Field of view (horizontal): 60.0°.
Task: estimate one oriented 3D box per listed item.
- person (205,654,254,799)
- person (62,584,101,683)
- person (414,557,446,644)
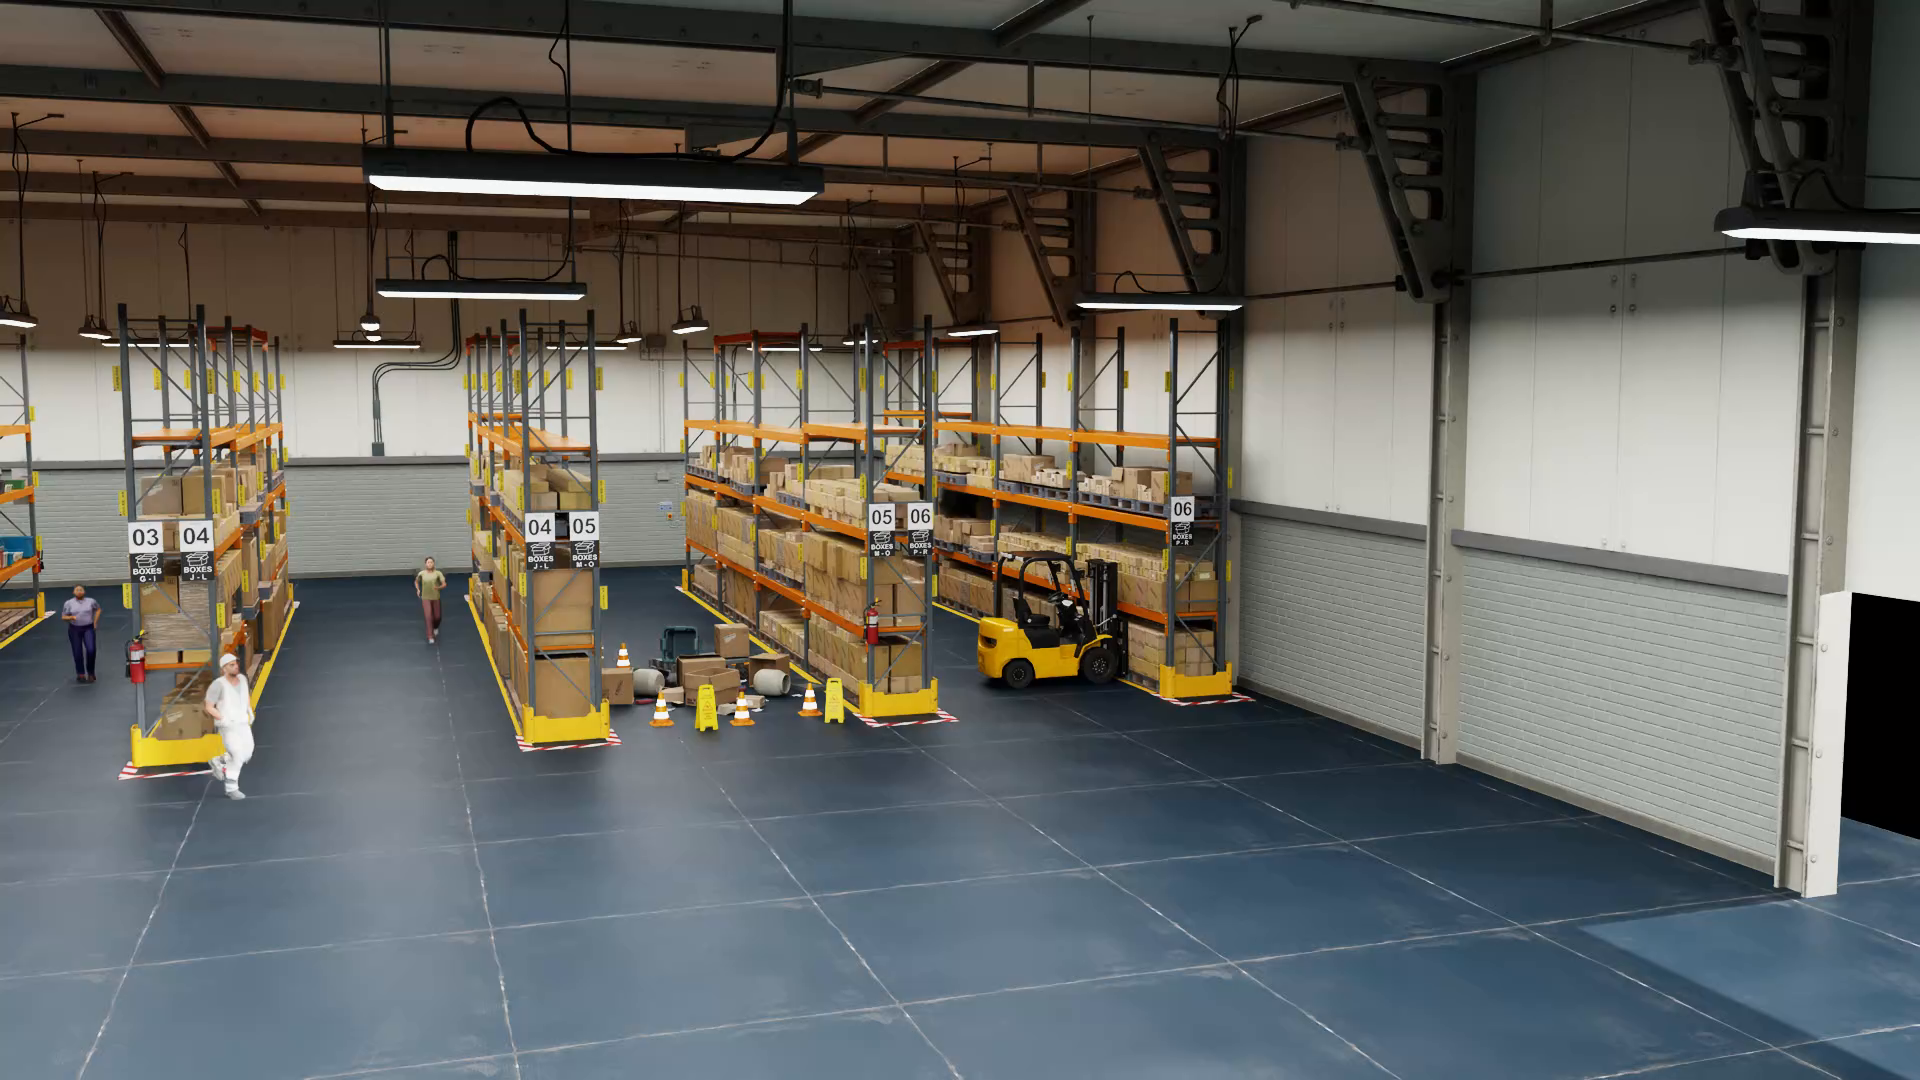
[{"bbox_3d":[-8.855,2.237,20.112,0.676,1.761,0.653,2,6,24],"label":"person"},{"bbox_3d":[-14.627,1.571,27.718,0.586,1.676,0.661,-3,6,-28],"label":"person"},{"bbox_3d":[-10.200,1.143,32.049,0.590,1.639,0.867,-2,6,-19],"label":"person"}]
